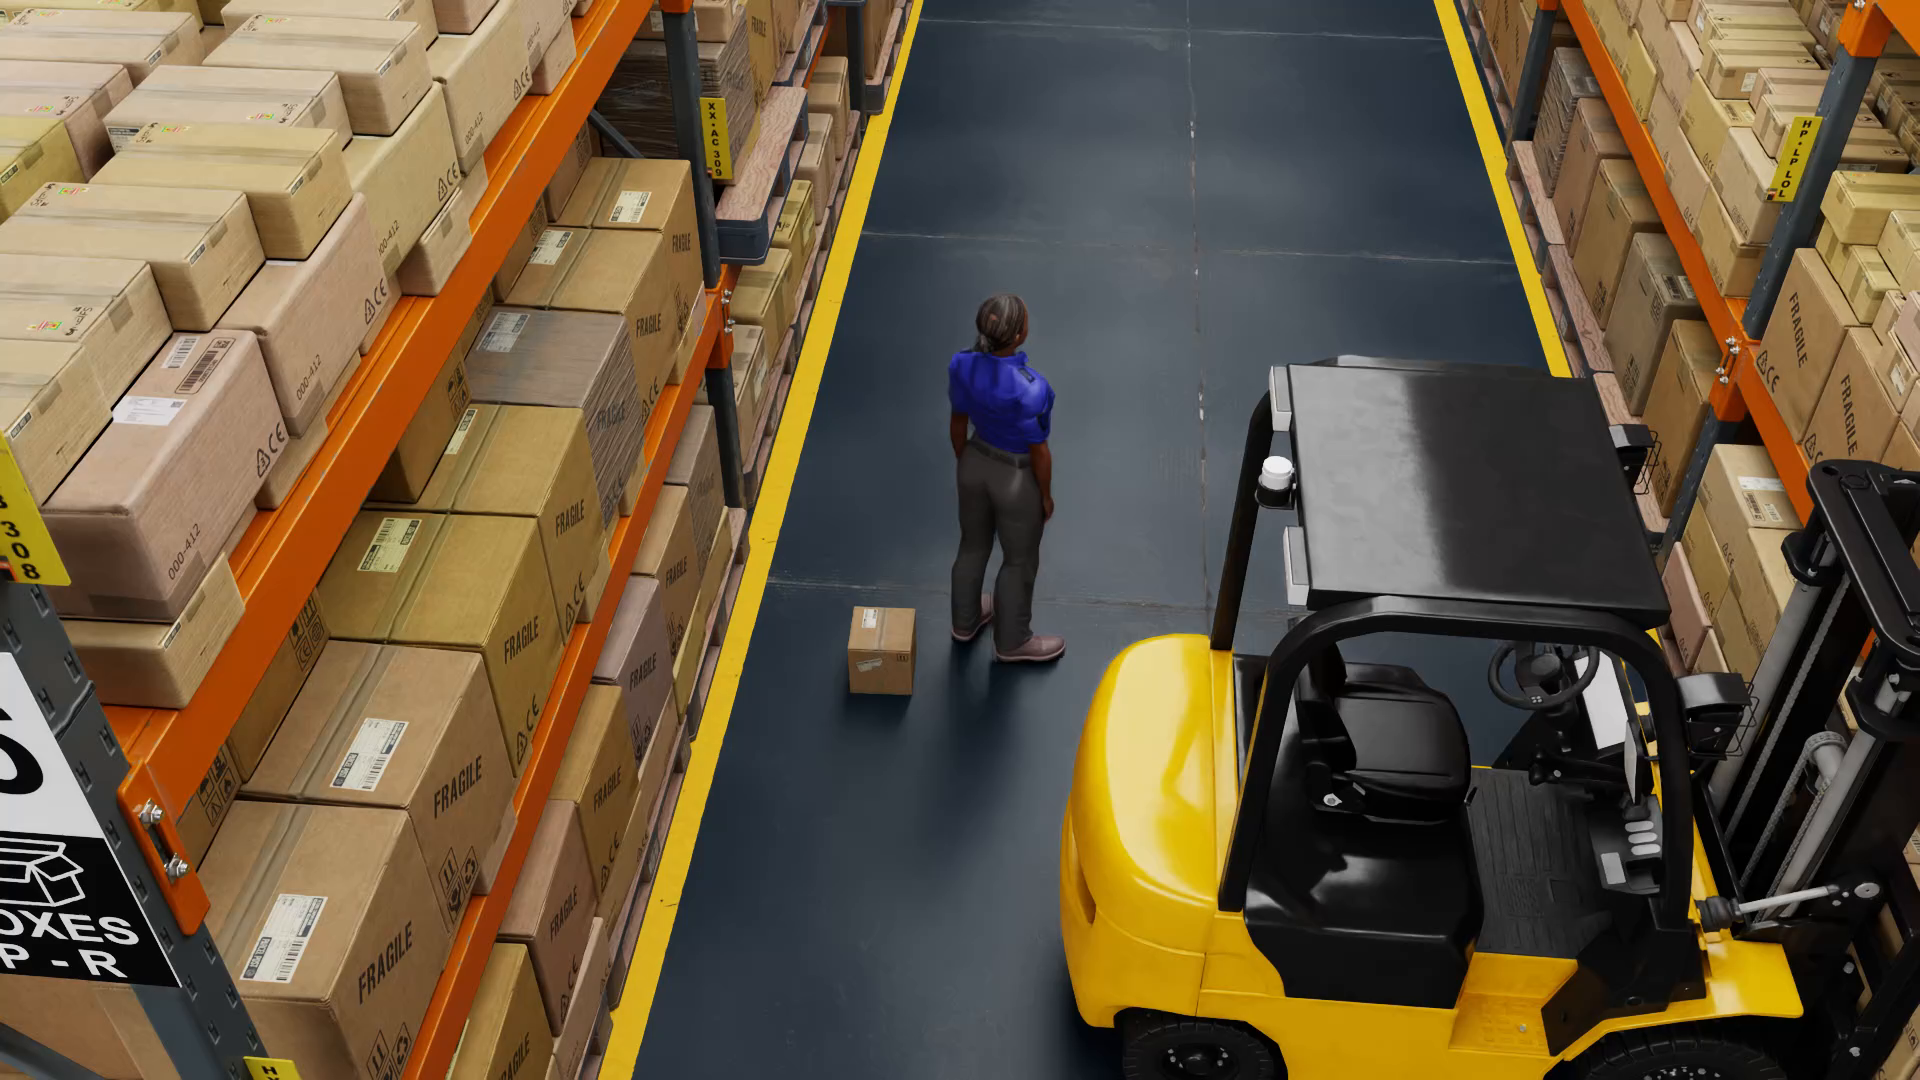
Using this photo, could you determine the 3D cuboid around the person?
[{"bbox_3d":[0.185,-0.225,6.401,0.507,1.658,0.297,26,47,27],"label":"person"}]
